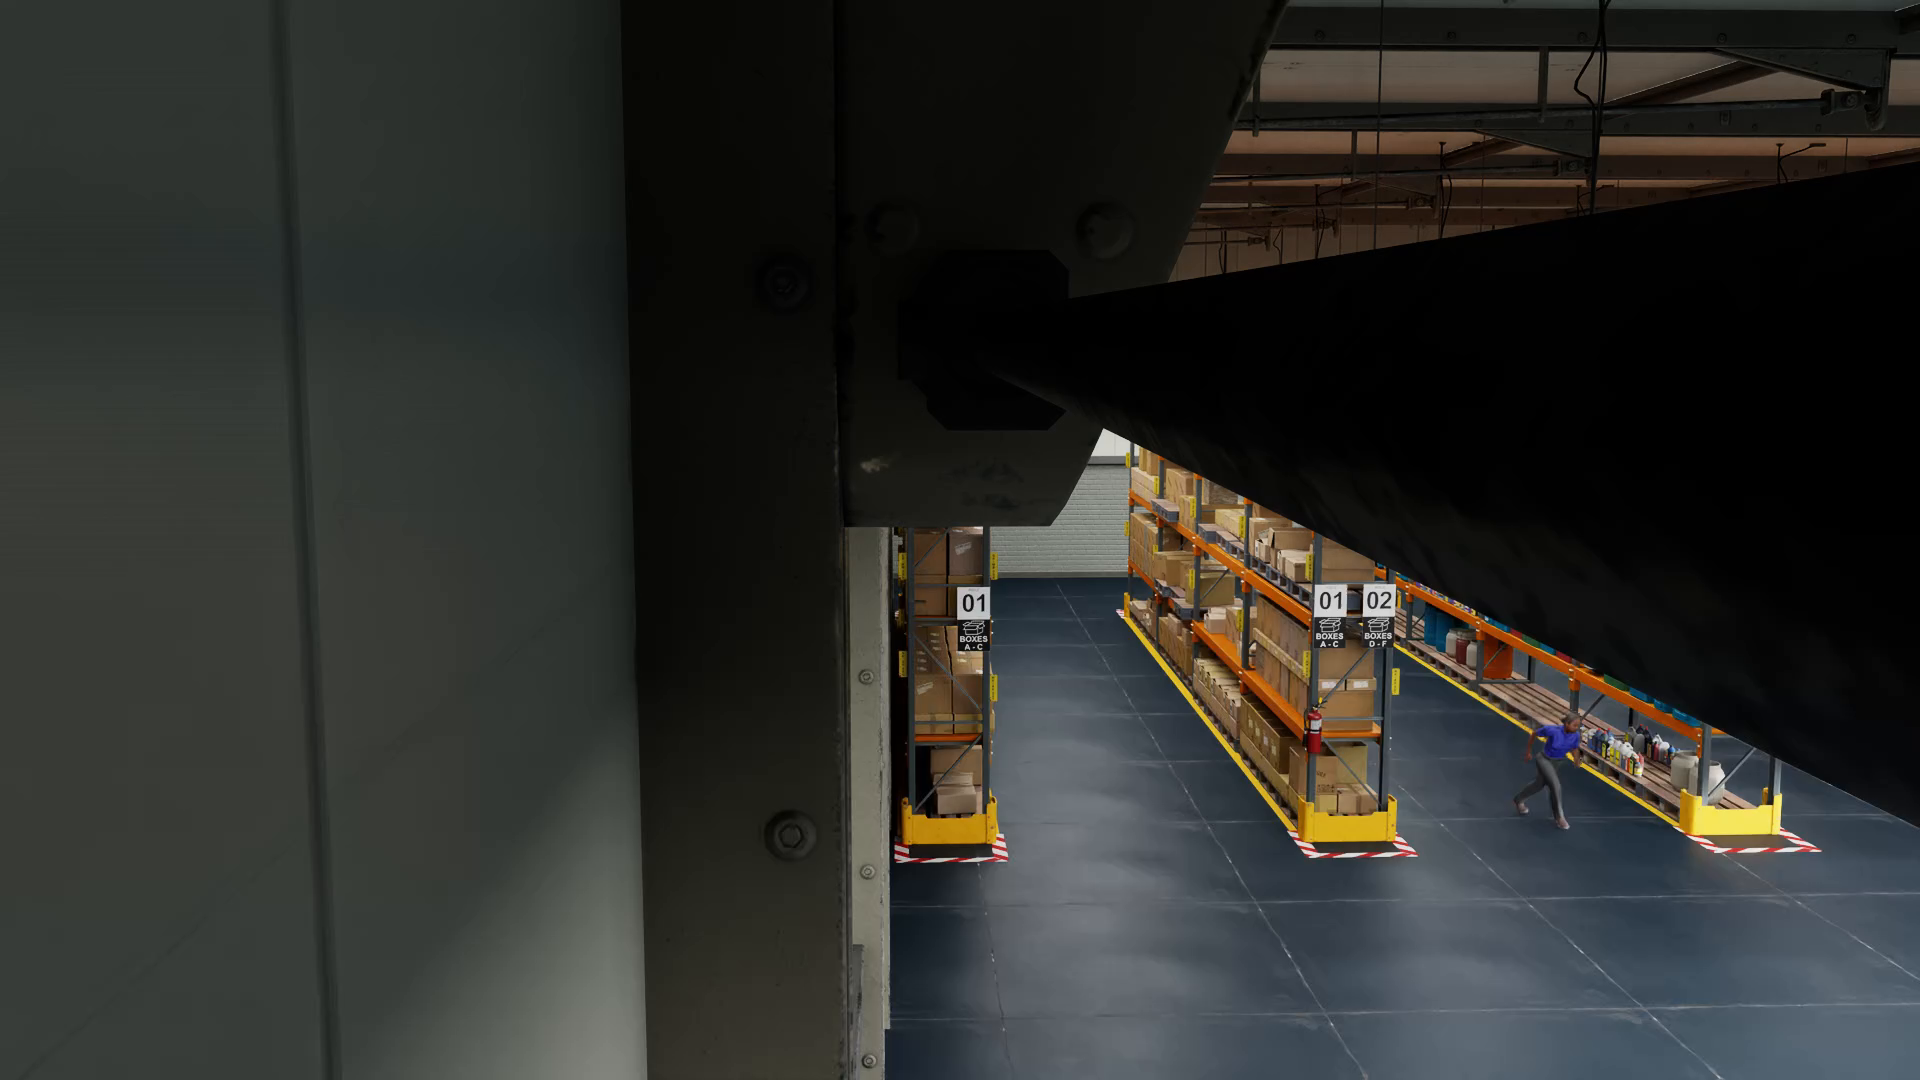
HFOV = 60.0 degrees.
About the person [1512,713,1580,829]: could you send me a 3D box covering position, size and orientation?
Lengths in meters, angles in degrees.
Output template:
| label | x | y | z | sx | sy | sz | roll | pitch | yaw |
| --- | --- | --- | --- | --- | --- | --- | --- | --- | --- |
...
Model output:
| label | x | y | z | sx | sy | sz | roll | pitch | yaw |
| --- | --- | --- | --- | --- | --- | --- | --- | --- | --- |
| person | 7.511 | 2.863 | 21.266 | 0.597 | 1.487 | 1.001 | -3 | 8 | -22 |
